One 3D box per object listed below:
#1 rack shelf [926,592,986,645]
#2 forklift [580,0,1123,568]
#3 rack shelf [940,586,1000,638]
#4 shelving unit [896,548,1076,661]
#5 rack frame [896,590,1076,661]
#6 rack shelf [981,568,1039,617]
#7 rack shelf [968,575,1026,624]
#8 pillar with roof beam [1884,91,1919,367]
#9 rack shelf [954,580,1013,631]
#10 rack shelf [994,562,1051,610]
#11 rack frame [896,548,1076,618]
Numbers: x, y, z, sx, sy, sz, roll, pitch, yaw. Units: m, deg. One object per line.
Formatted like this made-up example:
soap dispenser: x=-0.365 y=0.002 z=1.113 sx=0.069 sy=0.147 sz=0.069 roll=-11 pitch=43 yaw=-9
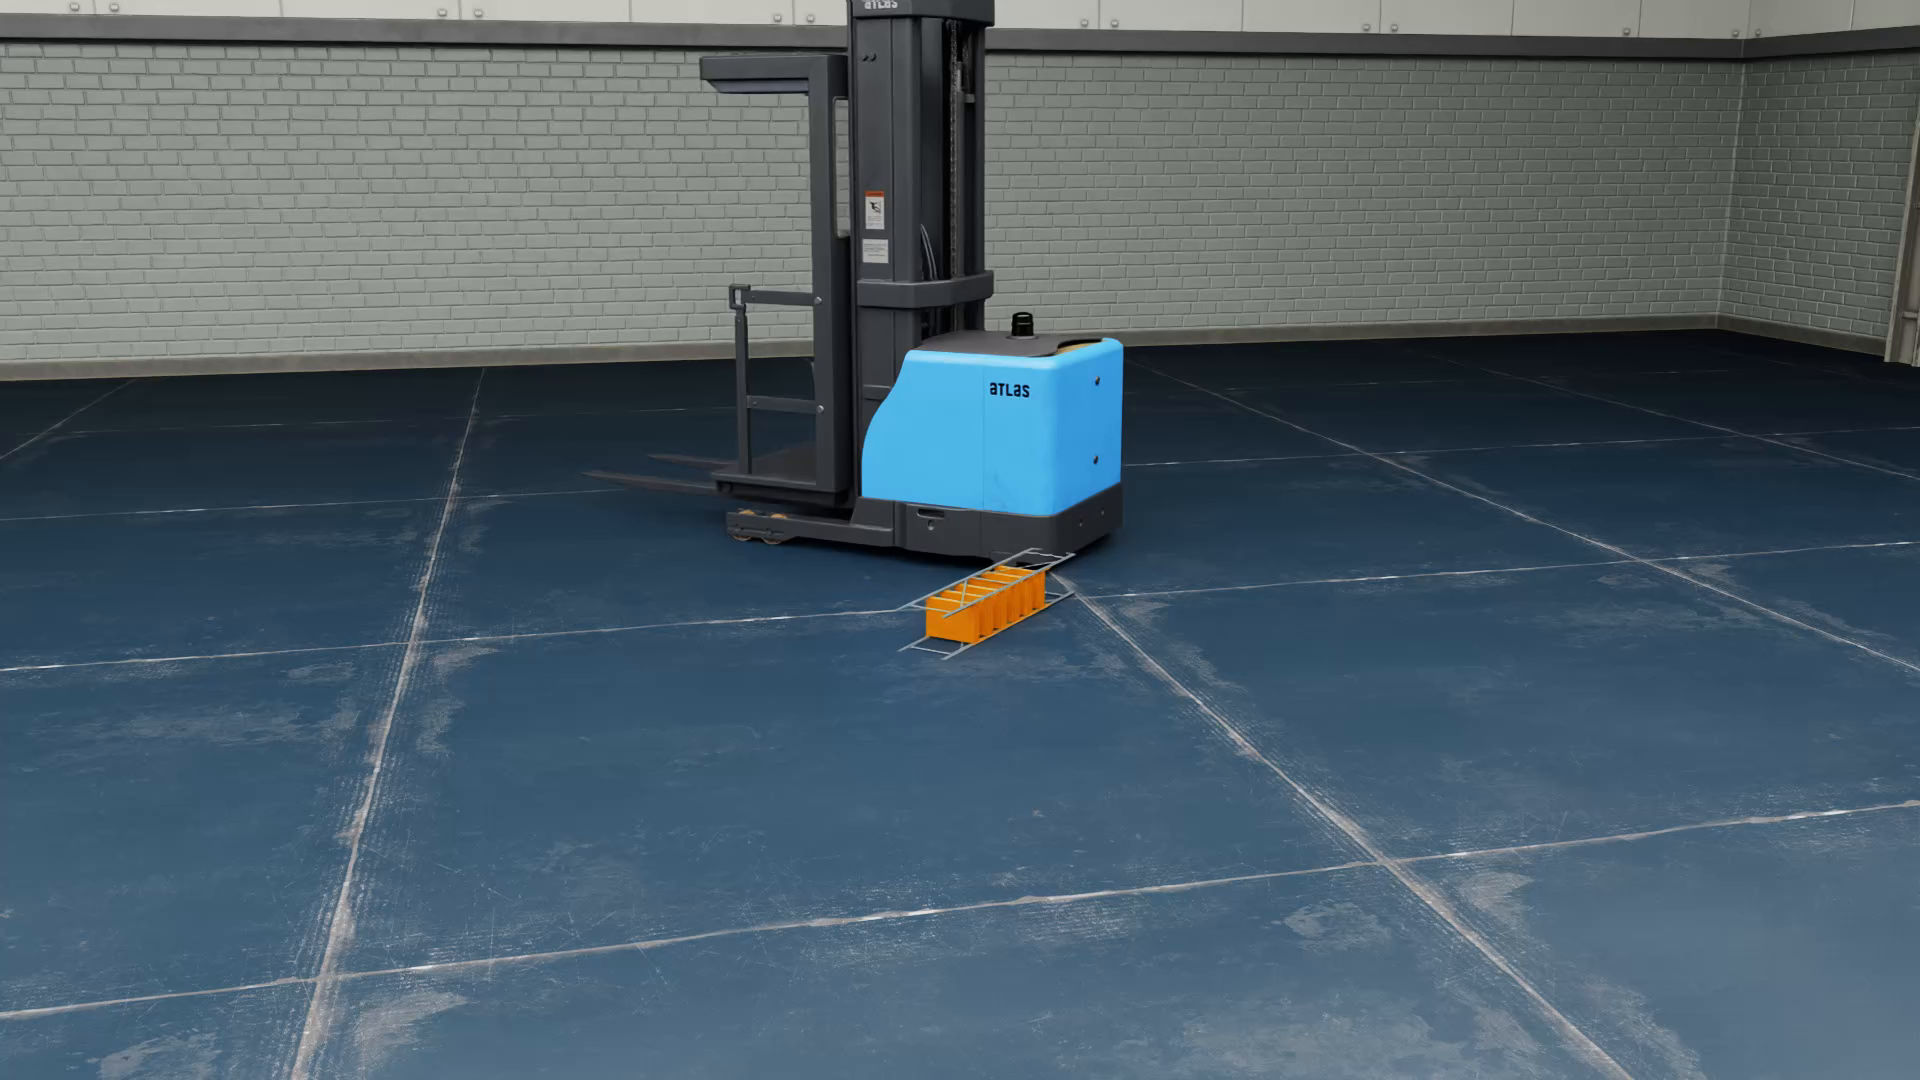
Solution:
rack shelf: x=-0.021 y=0.335 z=7.152 sx=0.258 sy=0.180 sz=0.103 roll=8 pitch=16 yaw=30
forklift: x=-0.681 y=-1.499 z=8.889 sx=3.031 sy=2.935 sz=1.130 roll=7 pitch=15 yaw=26
rack shelf: x=0.040 y=0.309 z=7.252 sx=0.258 sy=0.180 sz=0.103 roll=8 pitch=16 yaw=30
shelving unit: x=0.140 y=0.268 z=7.416 sx=0.258 sy=0.189 sz=1.200 roll=8 pitch=16 yaw=30
rack frame: x=0.140 y=0.357 z=7.438 sx=0.240 sy=0.006 sz=1.200 roll=8 pitch=16 yaw=30
rack shelf: x=0.223 y=0.234 z=7.553 sx=0.258 sy=0.180 sz=0.103 roll=8 pitch=16 yaw=30
rack shelf: x=0.162 y=0.259 z=7.453 sx=0.258 sy=0.180 sz=0.103 roll=8 pitch=16 yaw=30
pillar with roof beam: x=4.868 y=-5.810 z=13.748 sx=9.100 sy=9.000 sz=0.400 roll=-3 pitch=14 yaw=-13
rack shelf: x=0.101 y=0.284 z=7.353 sx=0.258 sy=0.180 sz=0.103 roll=8 pitch=16 yaw=30
rack shelf: x=0.284 y=0.209 z=7.653 sx=0.258 sy=0.180 sz=0.103 roll=8 pitch=16 yaw=30
rack frame: x=0.140 y=0.180 z=7.394 sx=0.240 sy=0.006 sz=1.200 roll=8 pitch=16 yaw=30
